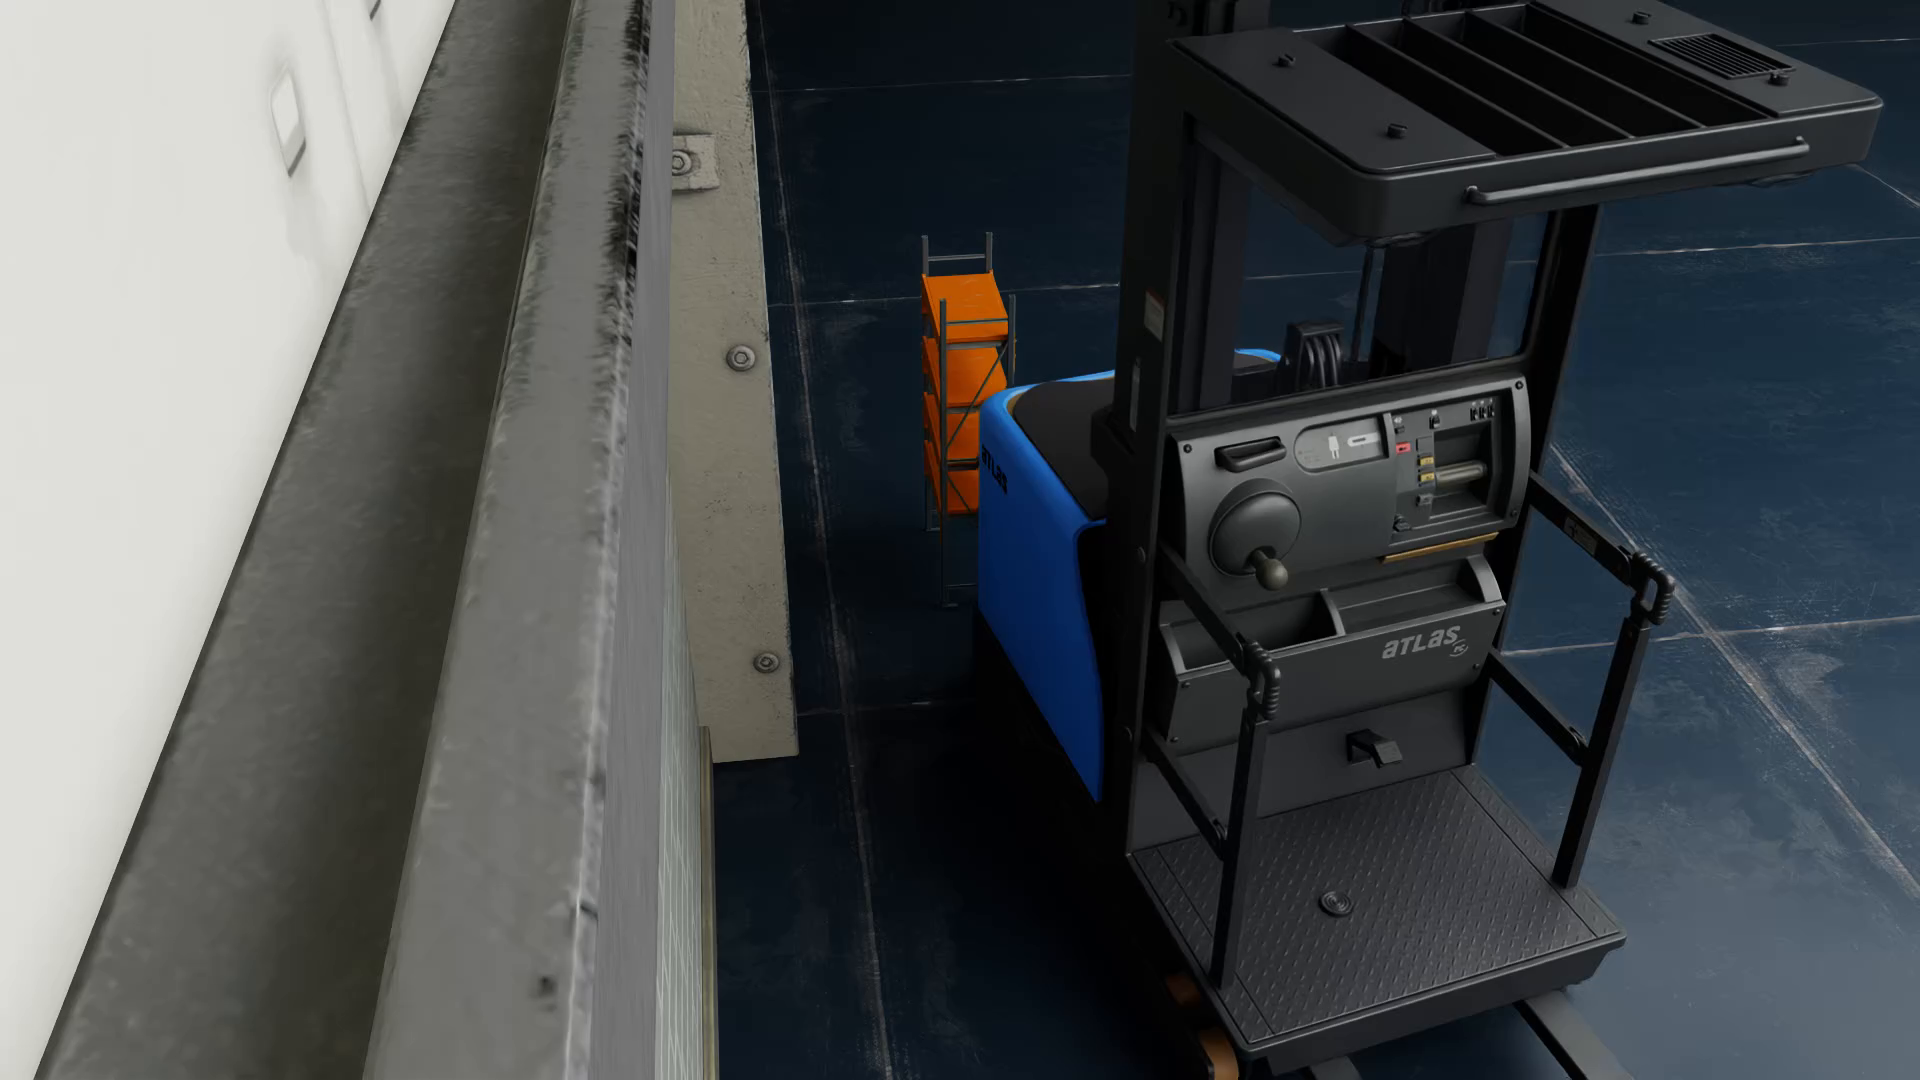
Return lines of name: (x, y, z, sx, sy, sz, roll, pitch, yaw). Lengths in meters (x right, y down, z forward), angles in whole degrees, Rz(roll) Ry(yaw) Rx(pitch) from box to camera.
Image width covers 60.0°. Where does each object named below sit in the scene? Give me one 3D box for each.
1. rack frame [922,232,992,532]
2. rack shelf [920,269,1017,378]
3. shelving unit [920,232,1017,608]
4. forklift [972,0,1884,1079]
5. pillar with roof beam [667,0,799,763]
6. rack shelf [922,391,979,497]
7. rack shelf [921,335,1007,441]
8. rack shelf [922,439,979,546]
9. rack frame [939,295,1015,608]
rack frame: (-0.011, -0.540, 5.976, 0.240, 1.200, 0.015, -4, 35, -6)
rack shelf: (0.022, -0.728, 5.555, 0.258, 0.148, 0.480, -4, 35, -6)
shelving unit: (0.022, -0.403, 5.777, 0.258, 1.200, 0.503, -4, 35, -6)
forklift: (1.012, -0.077, 3.761, 1.130, 2.935, 3.031, -11, 36, -16)
pillar with roof beam: (3.579, -3.465, 3.343, 9.100, 9.000, 0.400, -4, 35, -6)
rack shelf: (0.022, -0.348, 5.814, 0.258, 0.148, 0.480, -4, 35, -6)
rack shelf: (0.022, -0.533, 5.688, 0.258, 0.148, 0.480, -4, 35, -6)
rack shelf: (0.022, -0.184, 5.926, 0.258, 0.148, 0.480, -4, 35, -6)
rack frame: (0.055, -0.267, 5.577, 0.240, 1.200, 0.015, -4, 35, -6)
